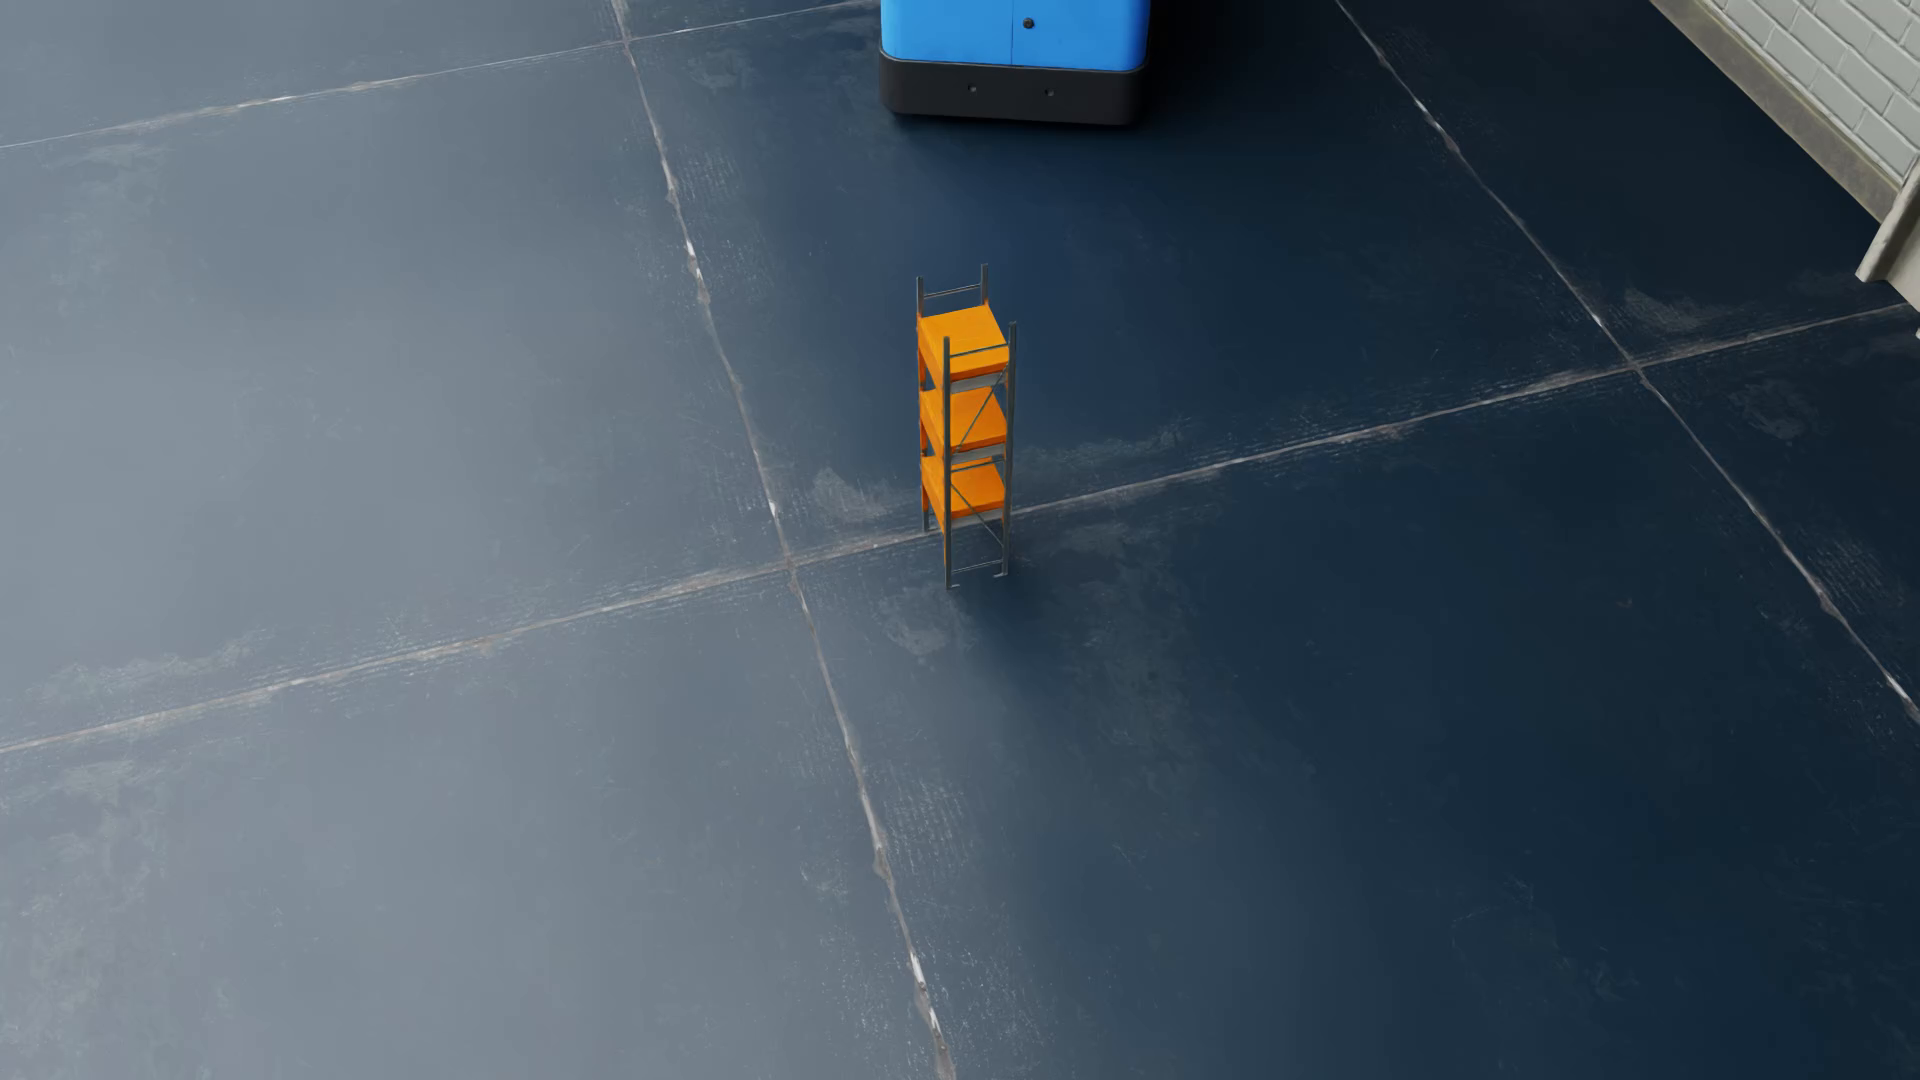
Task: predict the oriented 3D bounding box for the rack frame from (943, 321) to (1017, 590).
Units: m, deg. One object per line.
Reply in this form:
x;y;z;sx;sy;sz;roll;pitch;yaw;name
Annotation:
0.052;-0.210;4.741;0.200;1.050;0.008;-13;51;-11;rack frame

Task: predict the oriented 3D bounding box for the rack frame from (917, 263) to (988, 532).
-0.020;-0.388;4.891;0.200;1.050;0.008;-13;51;-11;rack frame

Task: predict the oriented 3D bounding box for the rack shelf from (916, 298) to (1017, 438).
0.016;-0.475;4.607;0.215;0.259;0.240;-13;51;-11;rack shelf

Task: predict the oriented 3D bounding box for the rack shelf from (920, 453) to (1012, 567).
0.016;-0.113;5.036;0.215;0.259;0.240;-13;51;-11;rack shelf

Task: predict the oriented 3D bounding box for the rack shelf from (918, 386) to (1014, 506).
0.016;-0.292;4.824;0.215;0.259;0.240;-13;51;-11;rack shelf

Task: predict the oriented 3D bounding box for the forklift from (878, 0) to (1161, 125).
0.338;-3.708;6.459;1.130;2.935;3.031;4;50;3;forklift

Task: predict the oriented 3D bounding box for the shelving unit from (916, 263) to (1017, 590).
0.016;-0.299;4.816;0.215;1.050;0.252;-13;51;-11;shelving unit
